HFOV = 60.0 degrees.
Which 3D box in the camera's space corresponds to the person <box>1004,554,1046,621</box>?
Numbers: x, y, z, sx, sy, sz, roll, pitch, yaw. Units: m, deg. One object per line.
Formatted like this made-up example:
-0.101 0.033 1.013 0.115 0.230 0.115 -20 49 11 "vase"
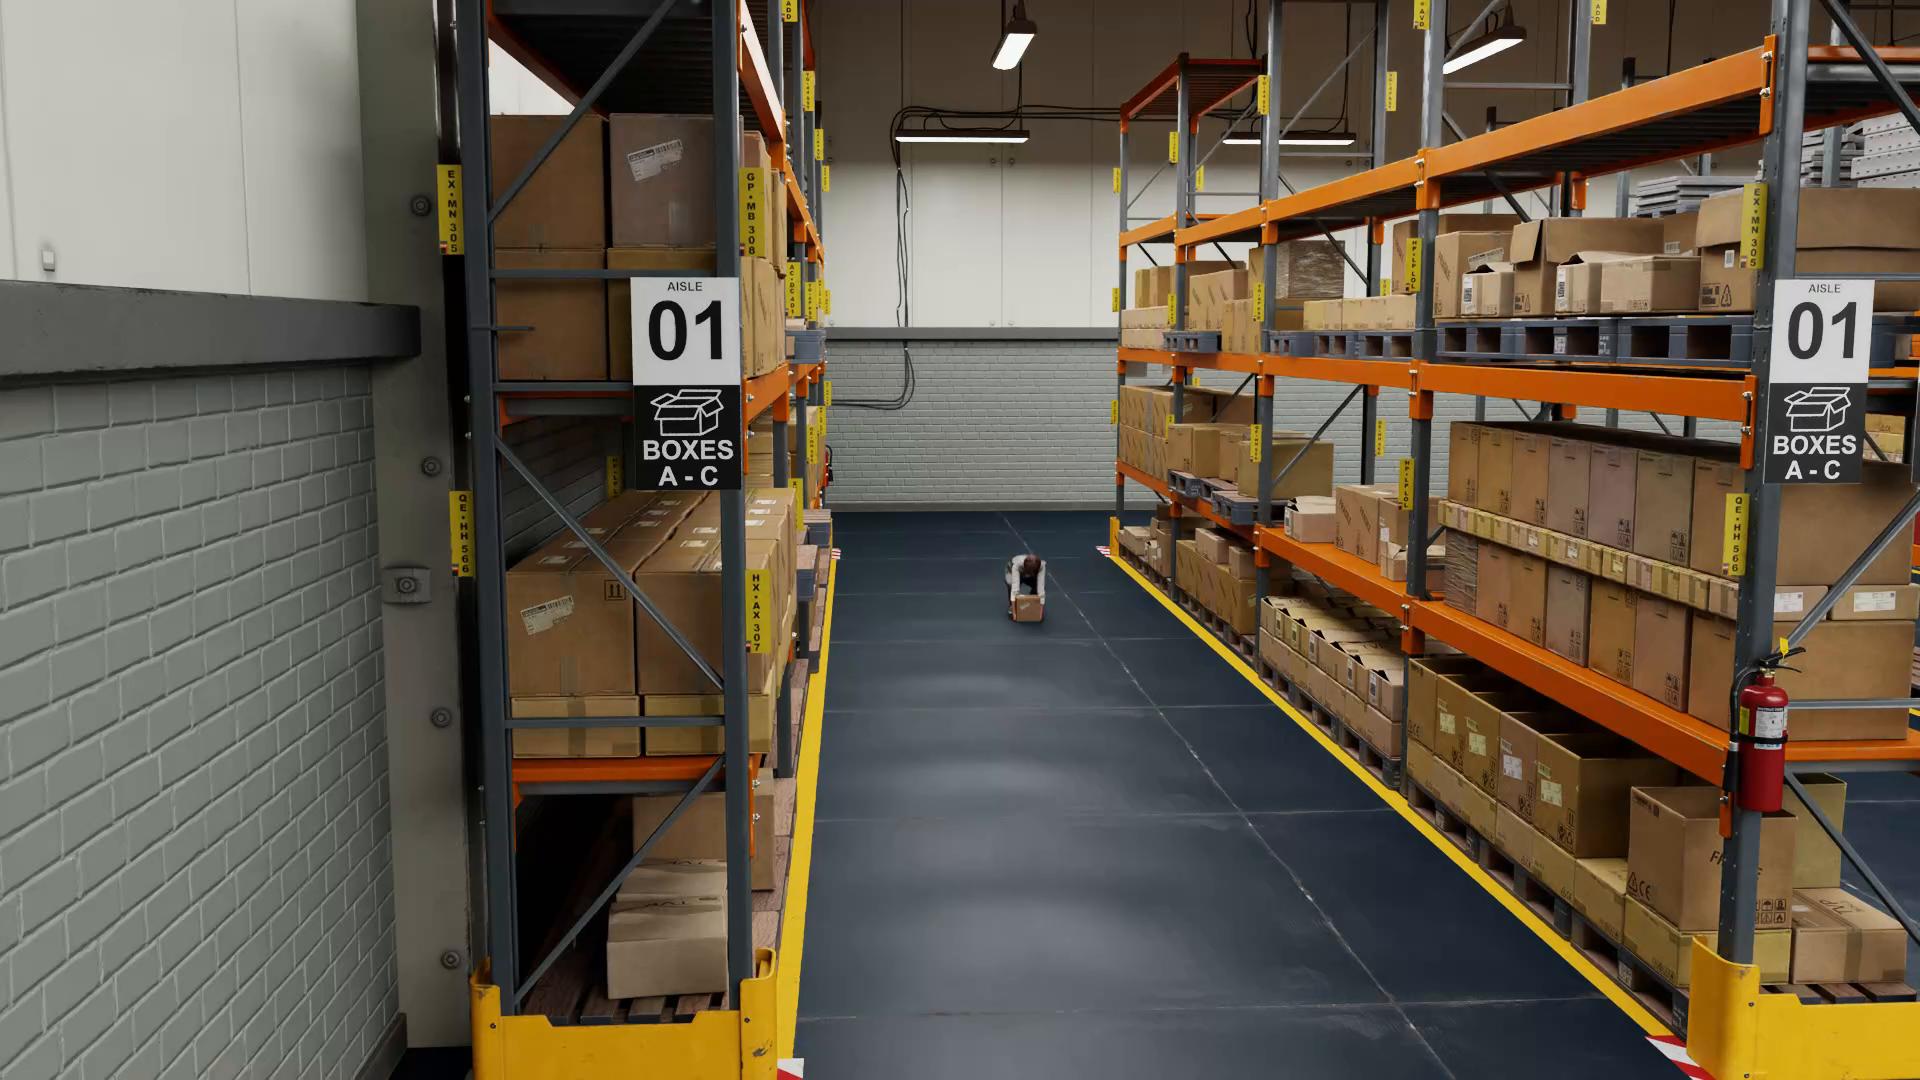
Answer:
0.697 0.481 17.770 0.424 0.746 0.844 -1 7 -5 "person"
